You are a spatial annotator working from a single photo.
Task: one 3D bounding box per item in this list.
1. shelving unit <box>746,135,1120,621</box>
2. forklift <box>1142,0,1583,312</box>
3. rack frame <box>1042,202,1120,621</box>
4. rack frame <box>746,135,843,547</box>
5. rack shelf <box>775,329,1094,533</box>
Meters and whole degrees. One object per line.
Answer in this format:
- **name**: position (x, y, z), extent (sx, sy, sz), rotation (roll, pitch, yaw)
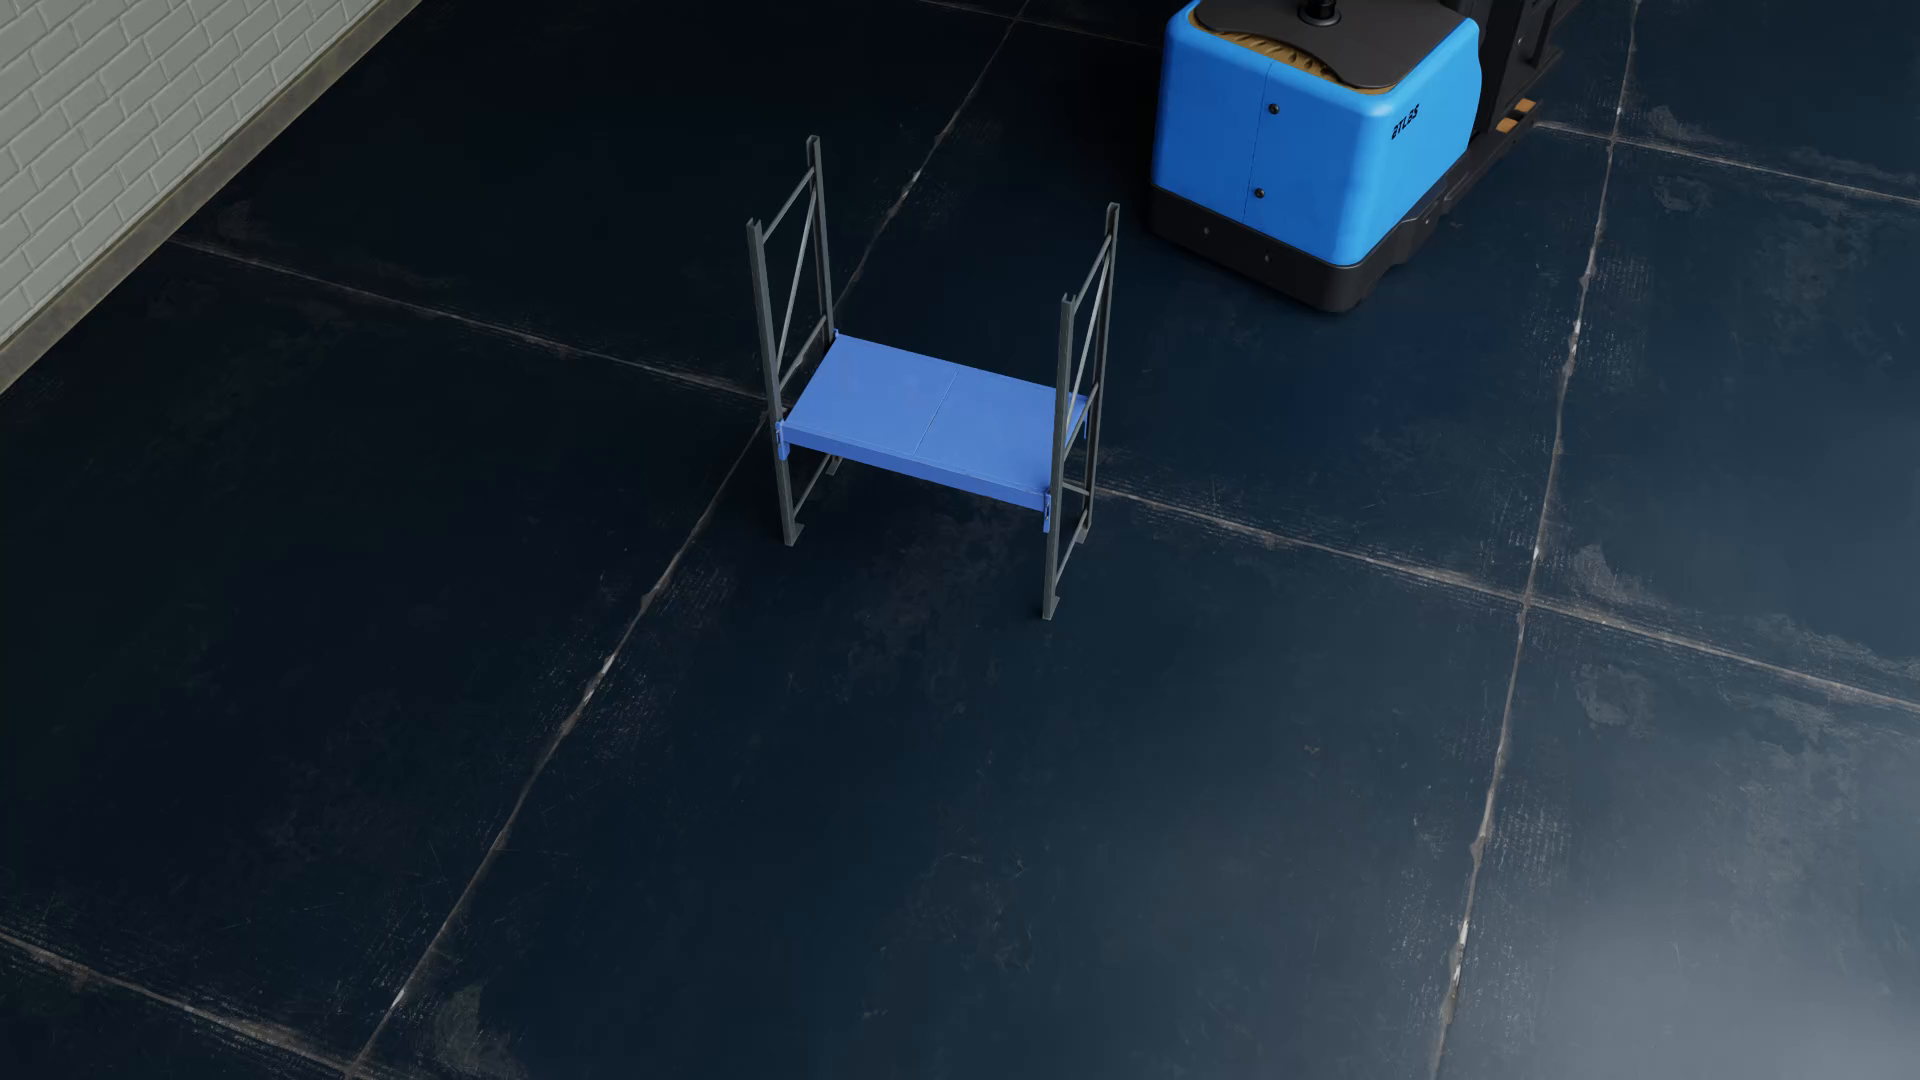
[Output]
- **shelving unit**: position (-0.080, -0.514, 5.703), extent (1.048, 1.500, 0.538), rotation (16, 51, 13)
- **forklift**: position (2.105, -2.983, 6.896), extent (1.130, 2.935, 3.031), rotation (30, 56, 24)
- **rack frame**: position (0.397, -0.380, 5.587), extent (0.032, 1.500, 0.500), rotation (16, 51, 13)
- **rack frame**: position (-0.557, -0.647, 5.818), extent (0.032, 1.500, 0.500), rotation (16, 51, 13)
- **rack shelf**: position (-0.080, -0.396, 5.839), extent (1.000, 0.185, 0.538), rotation (16, 51, 13)
